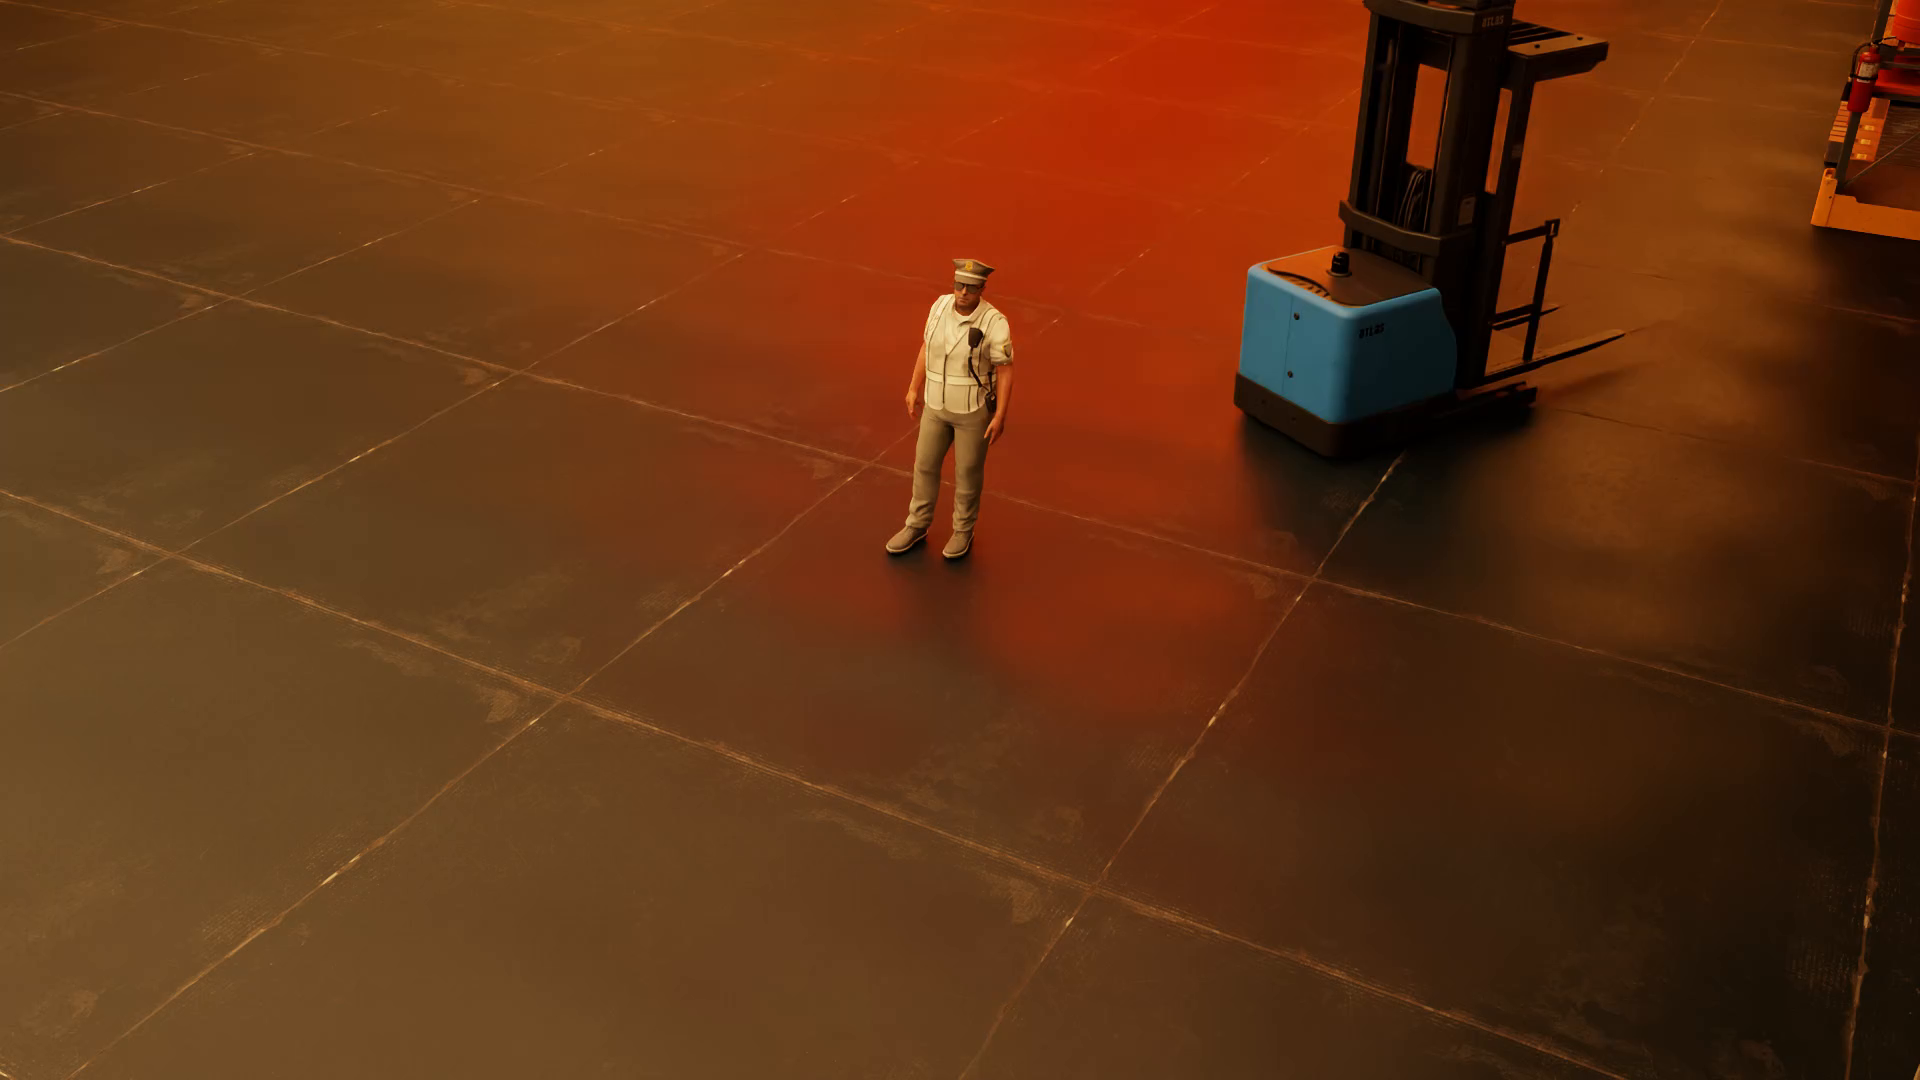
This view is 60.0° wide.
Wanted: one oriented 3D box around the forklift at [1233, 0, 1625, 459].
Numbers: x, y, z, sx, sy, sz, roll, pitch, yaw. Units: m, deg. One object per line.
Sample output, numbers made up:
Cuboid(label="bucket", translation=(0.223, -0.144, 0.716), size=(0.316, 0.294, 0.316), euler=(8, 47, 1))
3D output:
Cuboid(label="forklift", translation=(3.416, -2.341, 11.128), size=(3.031, 2.935, 1.130), euler=(-17, 34, -27))

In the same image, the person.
Cuboid(label="person", translation=(-0.048, -0.747, 9.499), size=(0.641, 1.780, 0.574), euler=(15, 33, 25))
